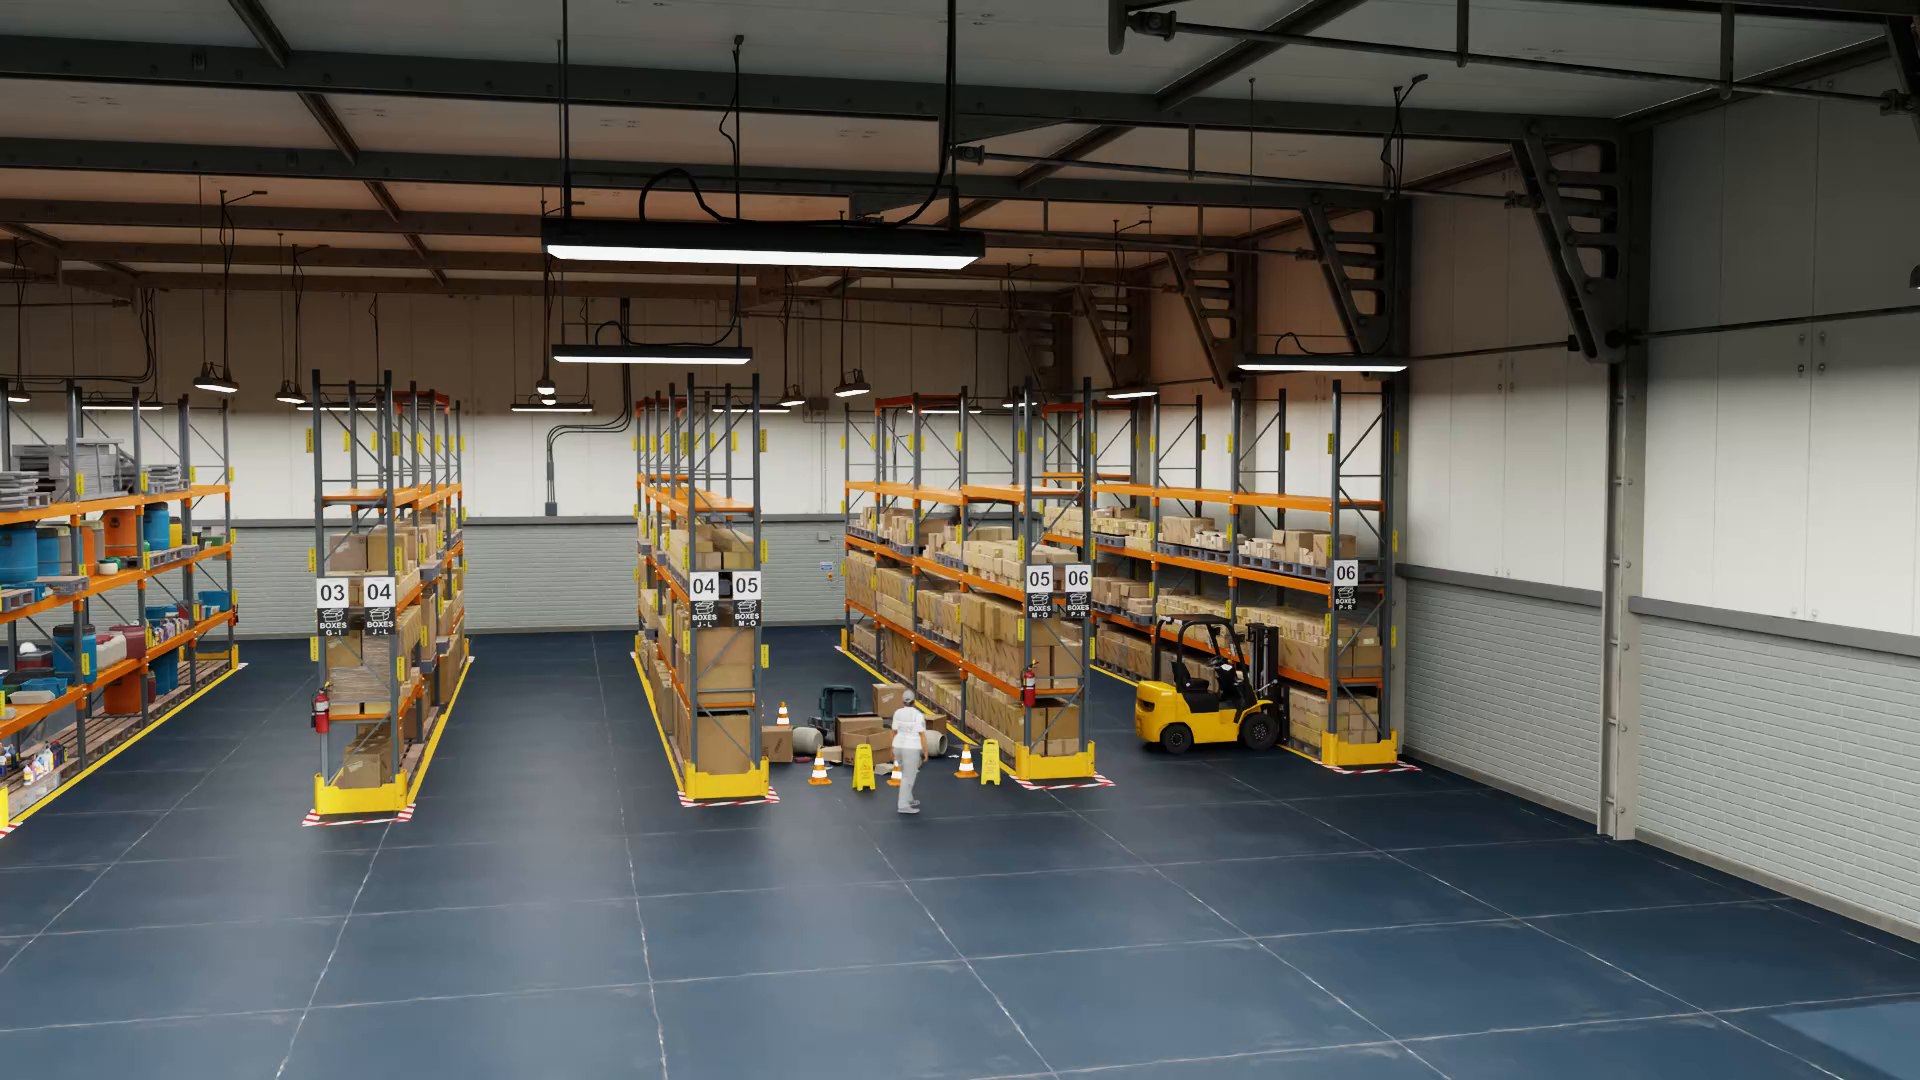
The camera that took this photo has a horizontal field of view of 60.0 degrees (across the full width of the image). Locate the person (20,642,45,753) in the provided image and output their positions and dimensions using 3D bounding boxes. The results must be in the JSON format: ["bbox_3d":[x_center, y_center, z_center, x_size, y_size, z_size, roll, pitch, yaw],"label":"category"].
[{"bbox_3d":[-15.182,2.593,27.179,0.414,1.839,0.614,2,4,36],"label":"person"}]

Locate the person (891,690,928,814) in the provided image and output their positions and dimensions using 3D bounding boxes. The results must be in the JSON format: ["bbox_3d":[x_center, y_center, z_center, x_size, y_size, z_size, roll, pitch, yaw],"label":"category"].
[{"bbox_3d":[-0.656,2.870,22.731,0.597,1.654,0.553,-3,4,-40],"label":"person"}]
